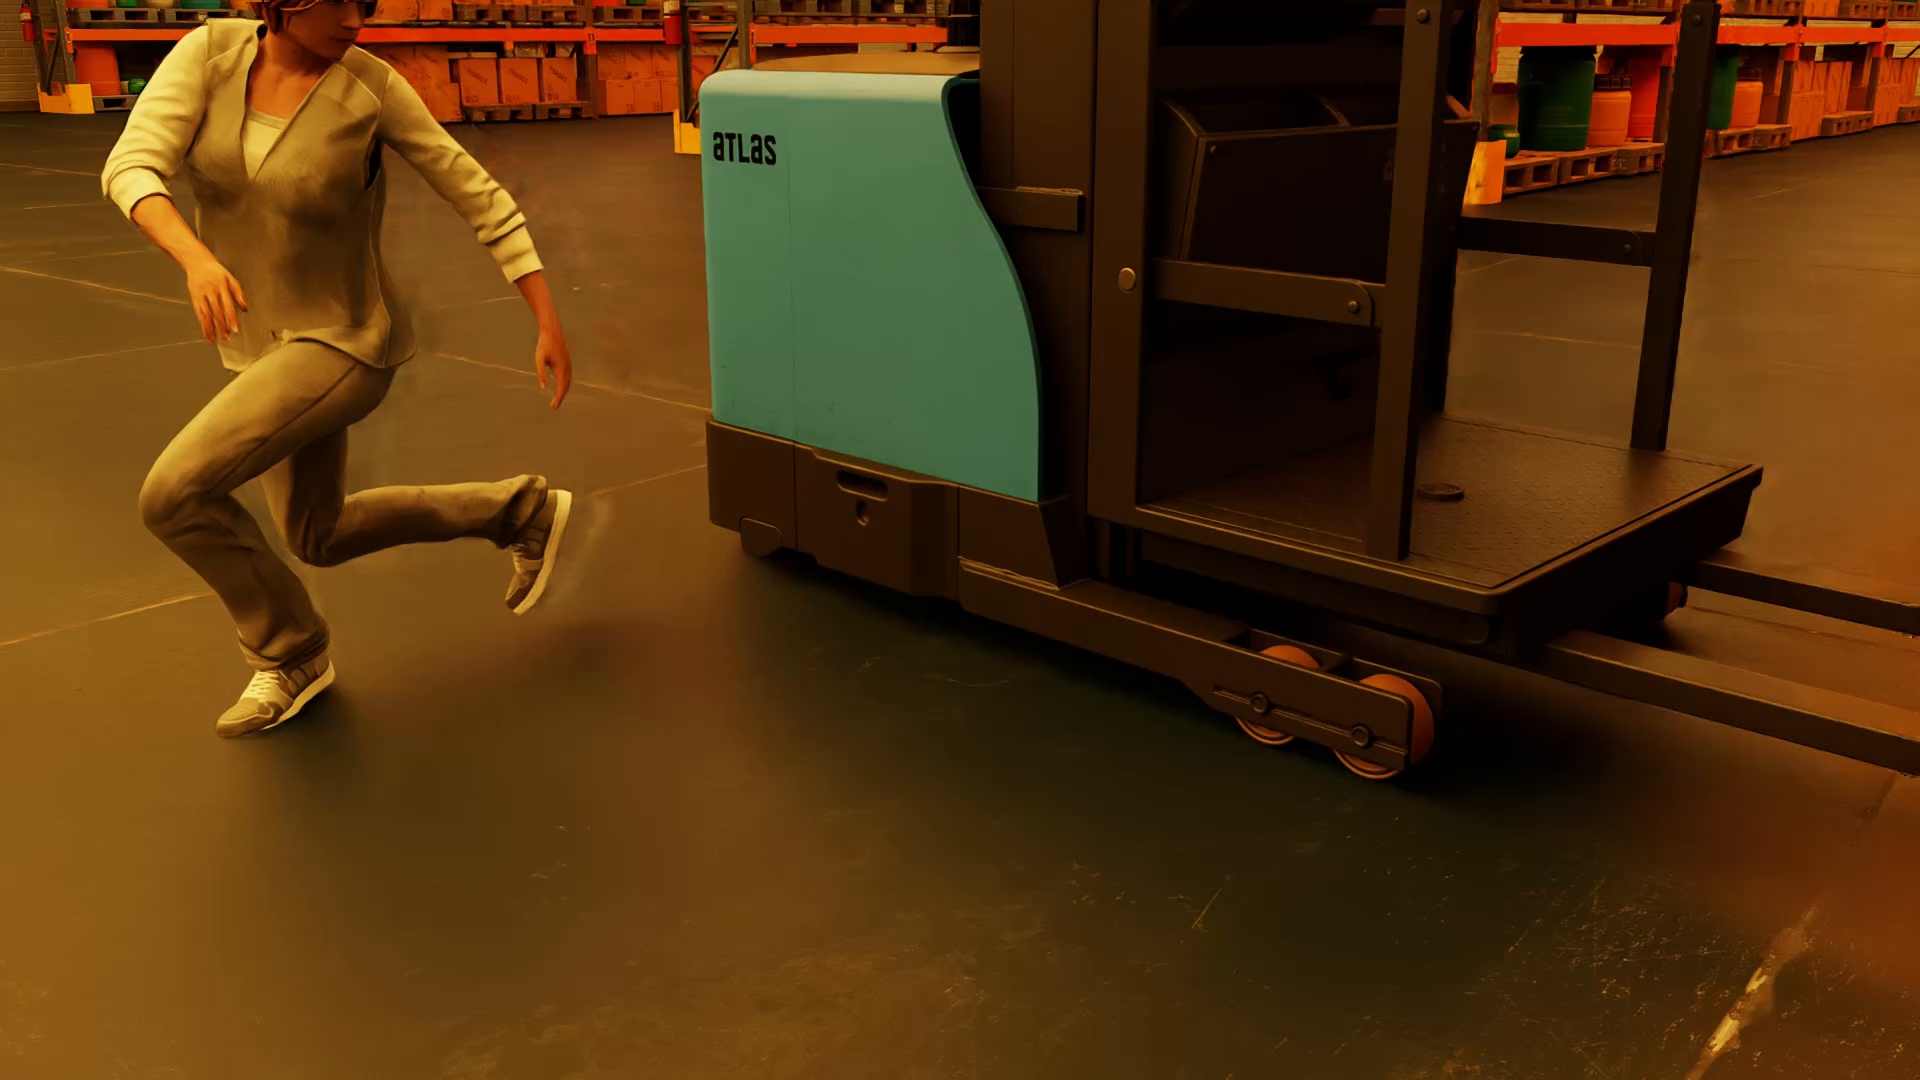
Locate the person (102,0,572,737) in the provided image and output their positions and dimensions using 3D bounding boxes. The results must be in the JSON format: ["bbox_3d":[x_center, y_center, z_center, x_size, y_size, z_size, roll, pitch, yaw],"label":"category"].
[{"bbox_3d":[-1.032,-0.363,2.884,0.547,1.368,0.822,10,20,31],"label":"person"}]

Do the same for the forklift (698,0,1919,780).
[{"bbox_3d":[0.826,-1.188,2.809,3.031,2.935,1.130,16,23,42],"label":"forklift"}]
